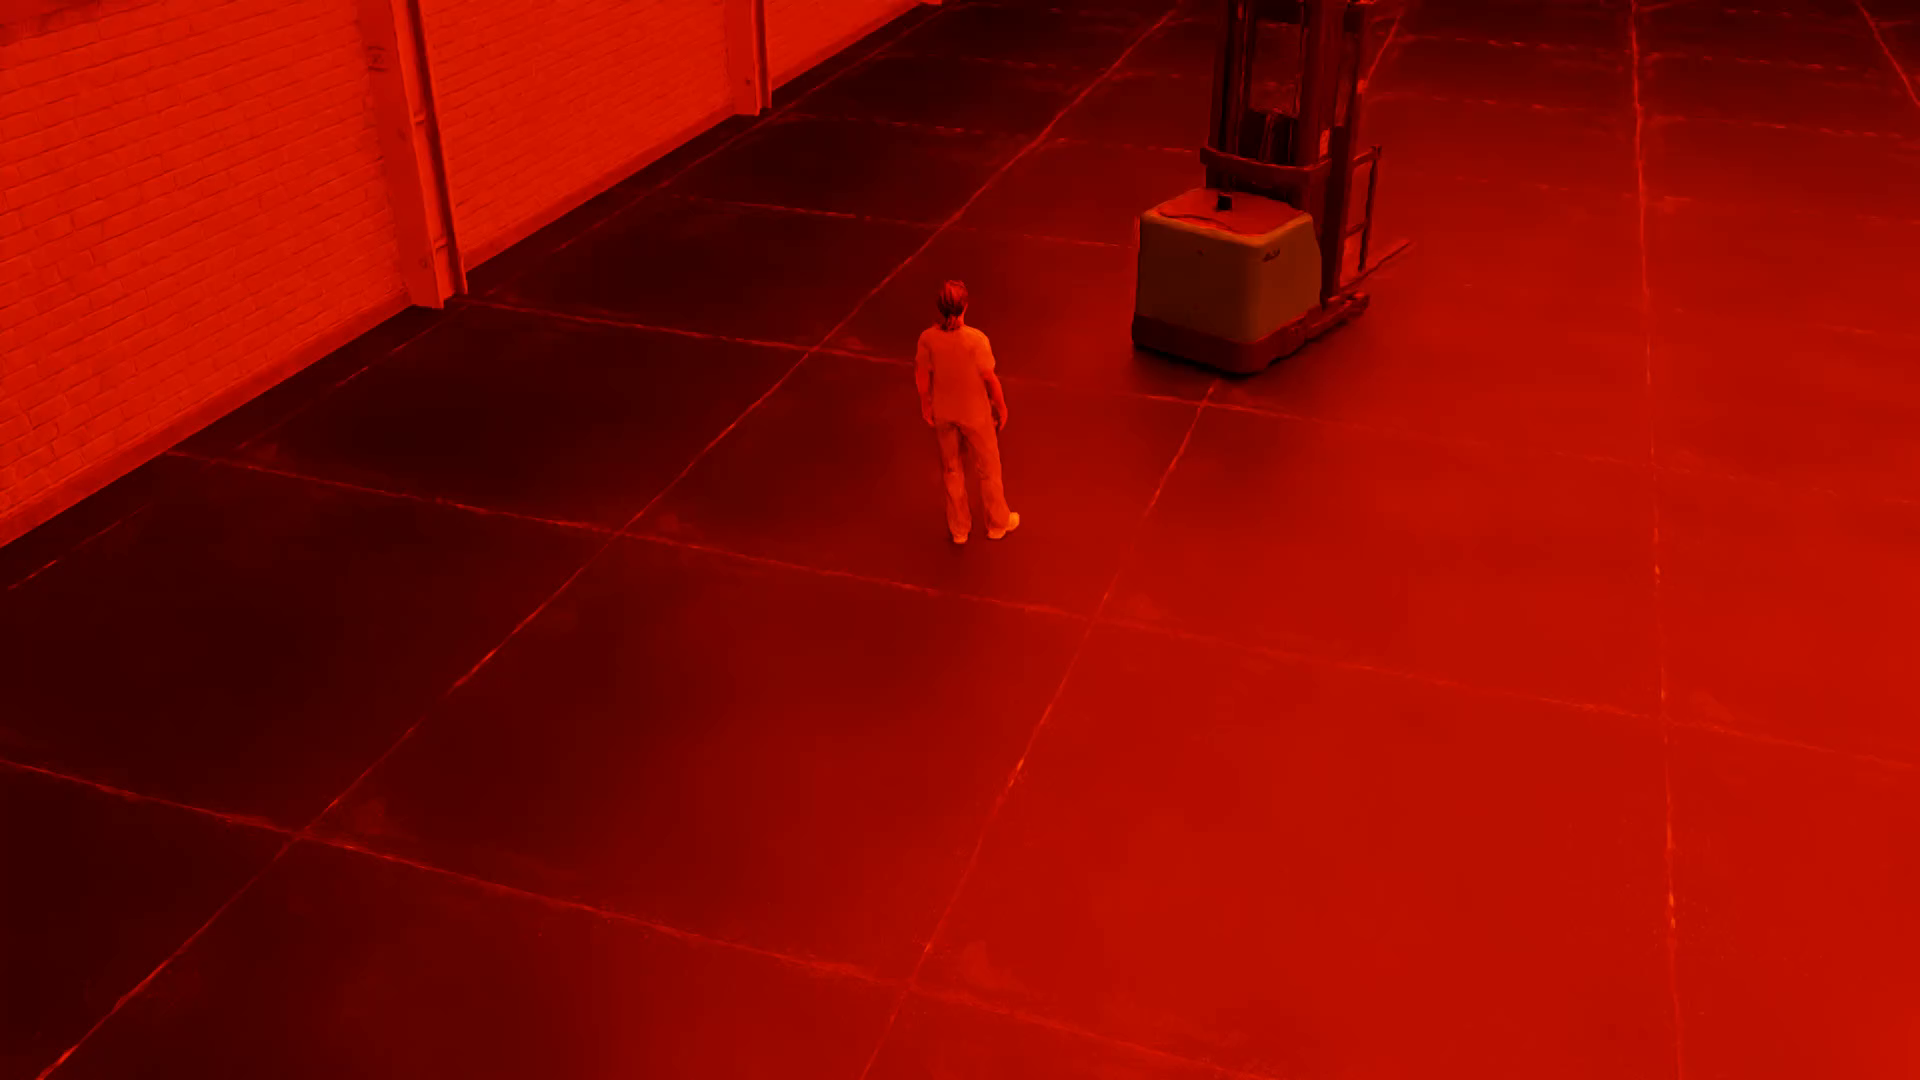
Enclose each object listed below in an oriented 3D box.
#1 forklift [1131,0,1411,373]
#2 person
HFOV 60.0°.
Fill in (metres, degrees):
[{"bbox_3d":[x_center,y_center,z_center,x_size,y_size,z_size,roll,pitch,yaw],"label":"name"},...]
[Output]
[{"bbox_3d":[2.618,-3.146,12.656,1.130,2.935,3.031,22,36,33],"label":"forklift"},{"bbox_3d":[0.037,-0.766,9.735,0.550,1.674,0.548,10,31,16],"label":"person"}]
